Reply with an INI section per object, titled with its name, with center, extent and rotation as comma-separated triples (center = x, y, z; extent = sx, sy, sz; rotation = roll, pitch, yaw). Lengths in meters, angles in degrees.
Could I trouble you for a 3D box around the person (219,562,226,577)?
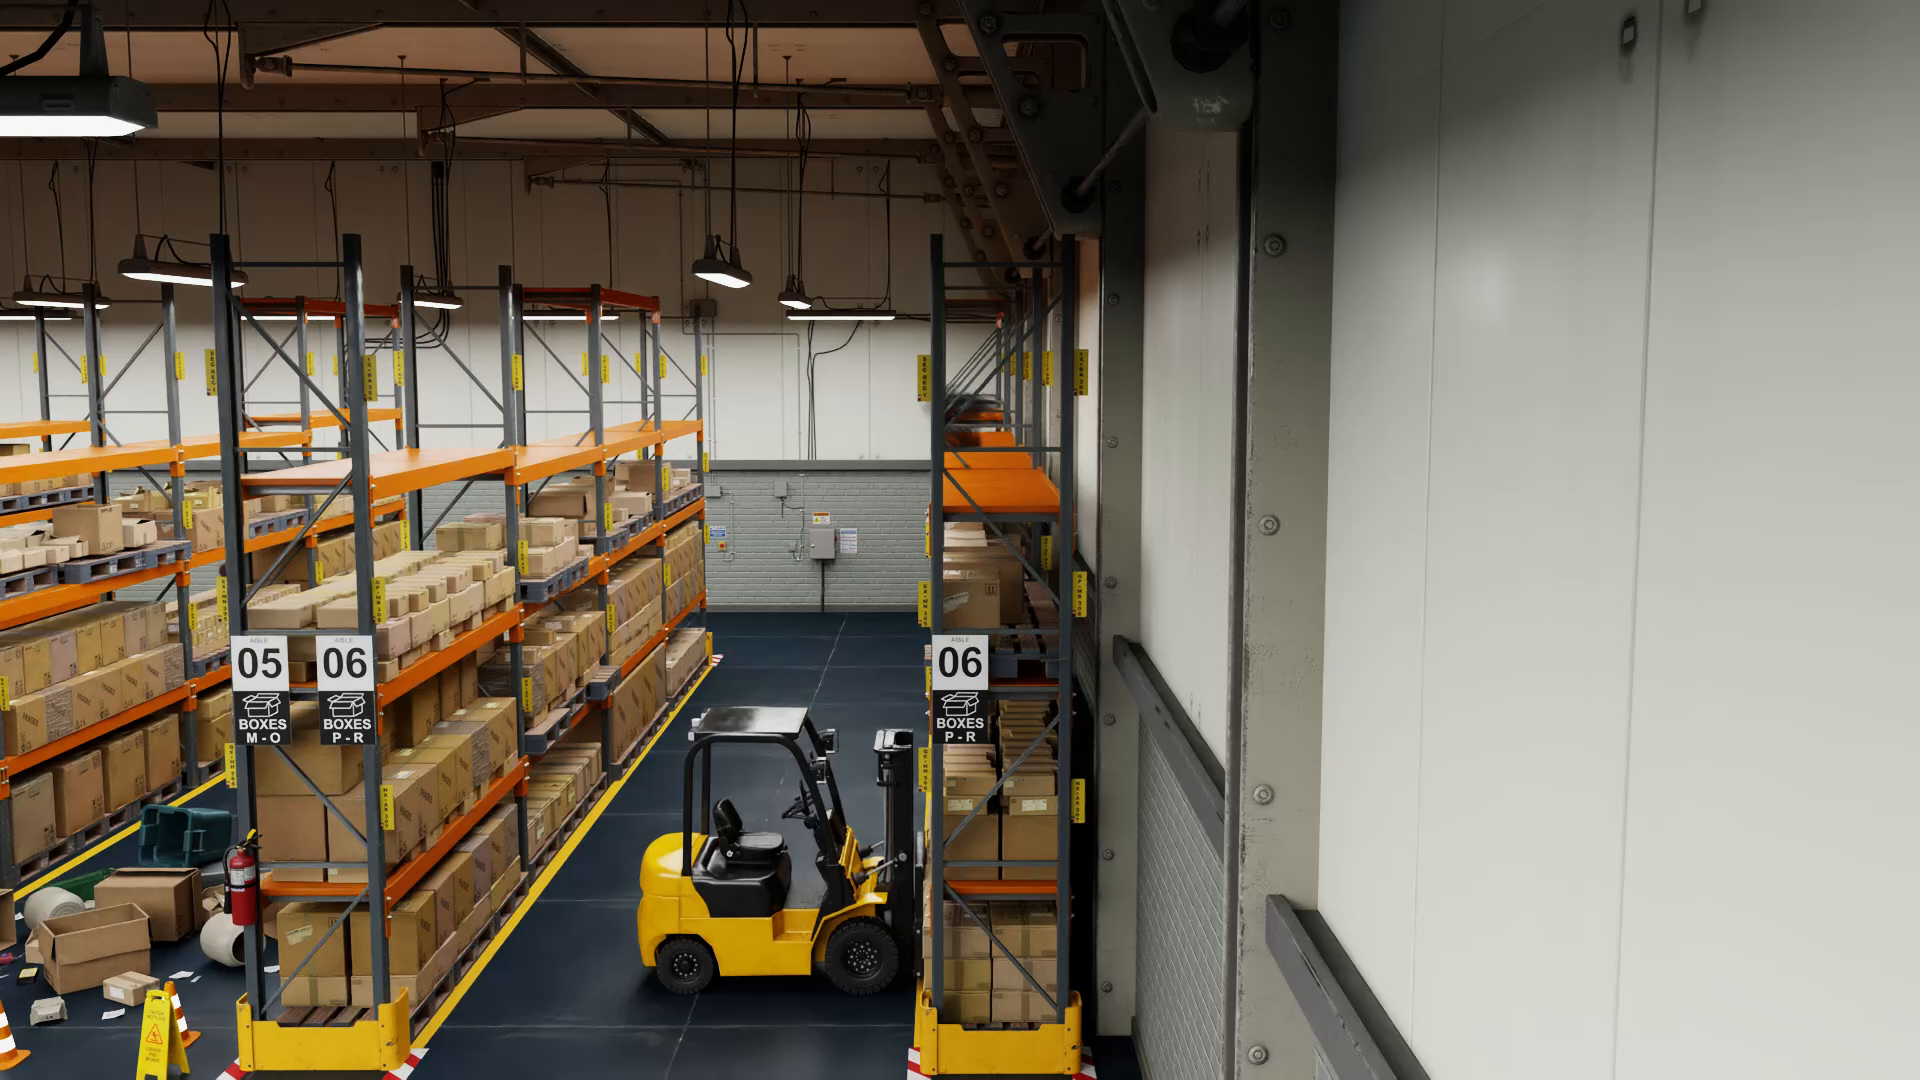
[person]
center = -13.034, 1.001, 29.937
extent = 0.672, 1.727, 0.723
rotation = 0, 6, -2
